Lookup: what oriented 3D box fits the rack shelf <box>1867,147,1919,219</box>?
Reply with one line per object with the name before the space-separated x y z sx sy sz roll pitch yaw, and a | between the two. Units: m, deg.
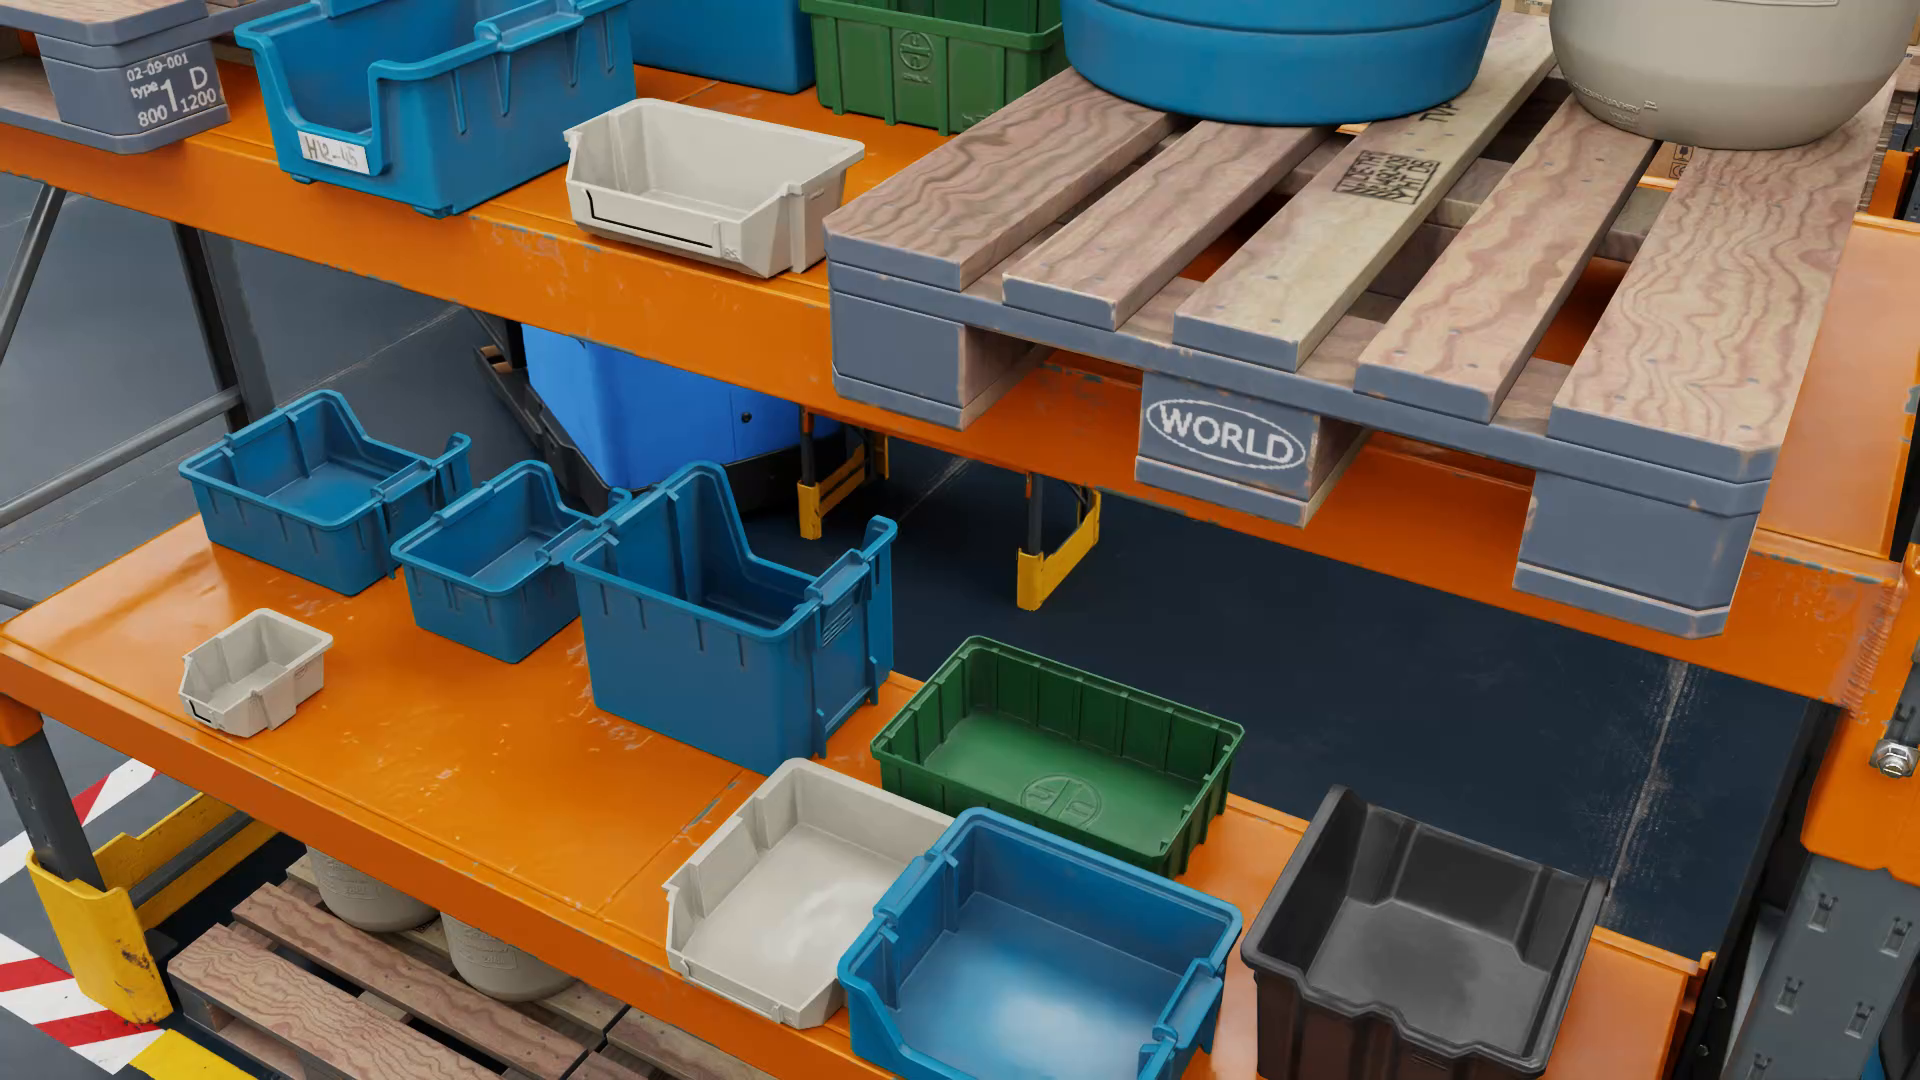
rack shelf | 1.967 -1.726 7.285 4.000 0.370 1.077 18 37 24

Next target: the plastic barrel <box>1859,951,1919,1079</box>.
plastic barrel | 1.428 0.951 2.164 0.708 0.901 0.600 18 37 24

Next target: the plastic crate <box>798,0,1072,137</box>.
plastic crate | 0.008 -0.818 2.757 0.450 0.188 0.336 18 37 24

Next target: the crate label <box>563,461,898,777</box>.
crate label | -0.498 0.169 3.759 0.616 0.435 0.502 18 37 24

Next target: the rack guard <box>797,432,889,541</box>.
rack guard | -0.478 -0.250 6.900 0.087 0.250 0.587 17 37 24

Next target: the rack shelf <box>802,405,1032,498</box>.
rack shelf | -0.052 -0.488 6.454 1.000 0.185 0.538 17 37 24

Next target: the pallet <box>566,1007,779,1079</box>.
pallet | -0.383 1.528 4.265 1.213 0.211 1.003 18 37 24

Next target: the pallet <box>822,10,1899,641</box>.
pallet | 0.568 -0.414 2.129 1.003 0.211 1.213 18 37 24

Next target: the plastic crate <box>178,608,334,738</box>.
plastic crate | -1.613 0.318 3.804 0.250 0.136 0.298 18 37 24

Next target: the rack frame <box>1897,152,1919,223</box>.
rack frame | 3.703 -1.475 6.259 0.127 3.000 1.000 18 37 24

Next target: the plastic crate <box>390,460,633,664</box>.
plastic crate | -1.086 0.044 4.112 0.408 0.251 0.499 18 37 24

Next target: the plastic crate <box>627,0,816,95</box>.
plastic crate | -0.425 -1.055 2.936 0.575 0.384 0.392 18 37 24

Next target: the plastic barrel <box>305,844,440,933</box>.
plastic barrel | -1.621 0.812 4.690 0.421 0.512 0.421 0 34 0

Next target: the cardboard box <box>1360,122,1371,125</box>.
cardboard box | 1.975 -2.058 7.044 0.500 0.500 0.700 19 38 26

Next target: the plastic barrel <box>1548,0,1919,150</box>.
plastic barrel | 0.966 -0.775 2.022 0.421 0.512 0.421 0 34 0

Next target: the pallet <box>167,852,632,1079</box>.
pallet | -1.438 1.192 4.769 1.213 0.211 1.003 18 37 24

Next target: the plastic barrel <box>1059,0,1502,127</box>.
plastic barrel | 0.431 -1.050 2.083 0.708 0.901 0.600 18 37 24

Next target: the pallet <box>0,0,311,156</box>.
pallet | -1.561 -1.088 3.142 1.213 0.211 1.003 18 37 24

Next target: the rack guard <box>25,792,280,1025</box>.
rack guard | -2.141 0.846 5.029 0.348 0.500 1.175 18 37 24

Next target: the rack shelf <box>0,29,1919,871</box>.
rack shelf | -0.494 -0.592 2.875 4.000 0.370 1.077 18 37 24

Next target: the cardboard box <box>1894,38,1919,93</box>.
cardboard box | 3.361 -1.759 6.009 0.250 0.149 0.380 18 37 24

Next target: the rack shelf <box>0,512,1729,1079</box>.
rack shelf | -0.494 0.657 3.707 4.000 0.370 1.077 18 37 24

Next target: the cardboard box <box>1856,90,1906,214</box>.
cardboard box | 3.315 -1.636 6.410 0.500 0.500 0.700 17 37 23

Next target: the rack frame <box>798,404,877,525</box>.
rack frame | -0.496 -0.776 6.562 0.032 1.500 0.500 17 37 24

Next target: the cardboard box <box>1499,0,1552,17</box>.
cardboard box | 2.259 -2.109 6.535 0.250 0.149 0.380 19 38 26

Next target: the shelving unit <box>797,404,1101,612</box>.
shelving unit | -0.044 -0.636 6.351 1.083 1.500 0.587 17 37 24

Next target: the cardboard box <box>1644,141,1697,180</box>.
cardboard box | 2.854 -1.778 6.623 0.500 0.500 0.700 17 37 24

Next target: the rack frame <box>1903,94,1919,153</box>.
rack frame | 6.158 -3.860 9.841 0.127 3.000 1.000 18 37 24

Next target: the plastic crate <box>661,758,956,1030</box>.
plastic crate | -0.293 0.692 3.242 0.437 0.136 0.530 18 37 24

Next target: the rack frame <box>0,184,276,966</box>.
rack frame | -2.230 -0.193 4.333 0.127 3.000 1.000 18 37 24

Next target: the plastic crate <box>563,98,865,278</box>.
plastic crate | -0.352 -0.478 2.294 0.396 0.136 0.243 18 37 24

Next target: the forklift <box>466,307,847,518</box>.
forklift | -1.645 -1.998 7.106 1.130 2.935 3.031 -18 38 -24

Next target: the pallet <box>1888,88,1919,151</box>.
pallet | 5.557 -2.867 10.865 1.213 0.211 1.003 18 37 24

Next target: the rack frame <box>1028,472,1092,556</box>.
rack frame | 0.391 -0.500 6.147 0.032 1.500 0.500 17 37 24

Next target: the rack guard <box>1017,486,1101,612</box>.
rack guard | 0.390 0.020 6.494 0.087 0.250 0.587 17 37 24

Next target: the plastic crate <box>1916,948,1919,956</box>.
plastic crate | 1.815 0.867 2.685 0.583 0.464 0.402 18 37 24

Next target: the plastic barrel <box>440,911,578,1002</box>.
plastic barrel | -1.186 0.950 4.483 0.421 0.512 0.421 0 34 0

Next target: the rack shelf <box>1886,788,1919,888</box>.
rack shelf | 2.979 0.508 1.223 4.000 0.370 1.077 18 37 24

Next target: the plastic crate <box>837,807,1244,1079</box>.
plastic crate | 0.147 0.796 2.983 0.616 0.251 0.499 18 37 24

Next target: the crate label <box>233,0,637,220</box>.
crate label | -0.769 -0.706 2.531 0.408 0.251 0.502 18 37 24

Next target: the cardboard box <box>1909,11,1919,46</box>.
cardboard box | 3.315 -2.176 6.051 0.500 0.500 0.700 18 38 25

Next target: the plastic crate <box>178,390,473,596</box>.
plastic crate | -1.647 -0.137 4.384 0.616 0.251 0.499 18 37 24

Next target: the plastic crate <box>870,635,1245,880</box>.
plastic crate | 0.204 0.486 3.504 0.662 0.188 0.450 18 37 24

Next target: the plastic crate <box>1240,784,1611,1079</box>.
plastic crate | 0.851 0.728 3.006 0.504 0.338 0.767 18 37 24
